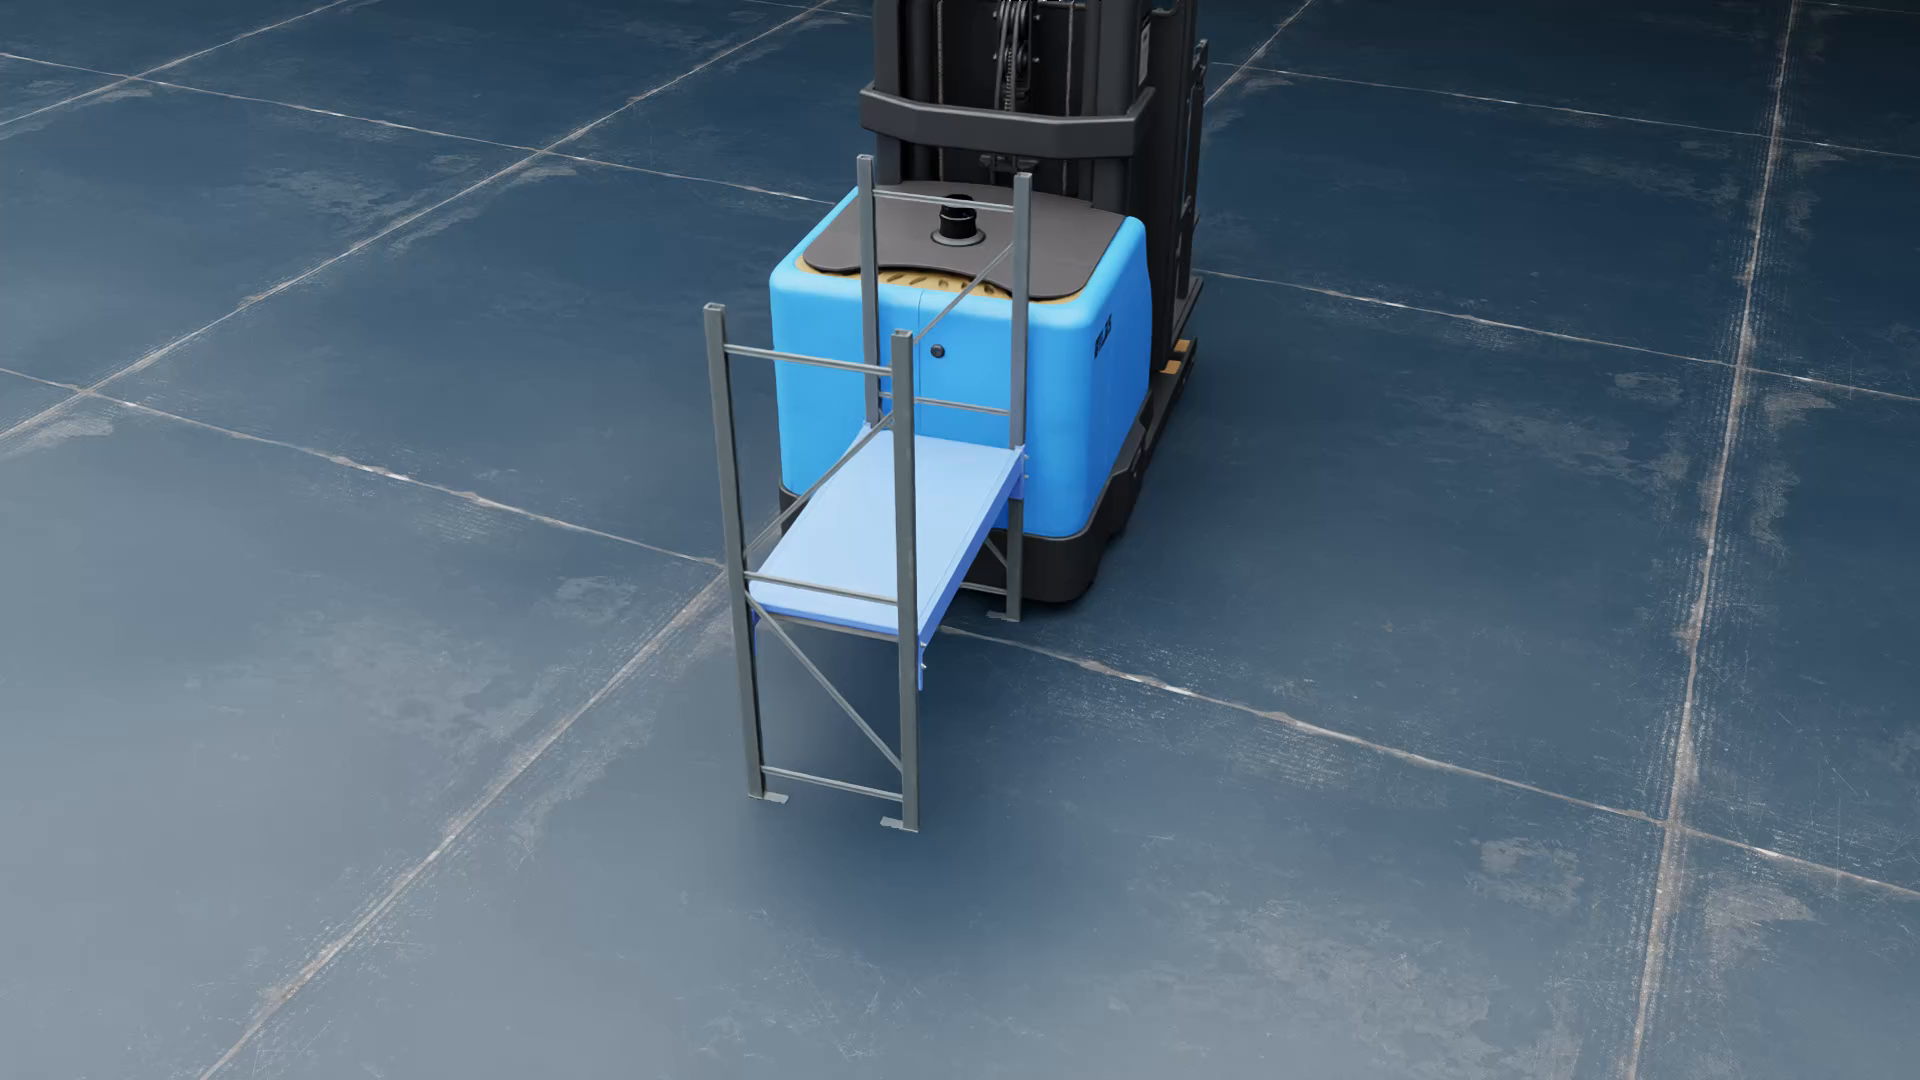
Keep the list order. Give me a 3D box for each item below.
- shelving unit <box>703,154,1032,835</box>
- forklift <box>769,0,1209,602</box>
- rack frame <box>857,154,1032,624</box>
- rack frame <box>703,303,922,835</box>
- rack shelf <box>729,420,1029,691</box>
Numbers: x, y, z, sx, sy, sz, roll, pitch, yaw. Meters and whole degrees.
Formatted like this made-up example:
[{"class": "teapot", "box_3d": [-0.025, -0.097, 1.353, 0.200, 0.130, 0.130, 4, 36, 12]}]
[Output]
[{"class": "shelving unit", "box_3d": [-0.197, -0.140, 4.596, 0.538, 1.500, 1.048, 10, 34, 14]}, {"class": "forklift", "box_3d": [0.327, -1.829, 5.866, 1.130, 2.935, 3.031, 10, 34, 14]}, {"class": "rack frame", "box_3d": [-0.046, -0.406, 5.002, 0.500, 1.500, 0.032, 10, 34, 14]}, {"class": "rack frame", "box_3d": [-0.349, 0.126, 4.190, 0.500, 1.500, 0.032, 10, 34, 14]}, {"class": "rack shelf", "box_3d": [-0.197, 0.010, 4.695, 0.538, 0.185, 1.000, 10, 34, 14]}]
